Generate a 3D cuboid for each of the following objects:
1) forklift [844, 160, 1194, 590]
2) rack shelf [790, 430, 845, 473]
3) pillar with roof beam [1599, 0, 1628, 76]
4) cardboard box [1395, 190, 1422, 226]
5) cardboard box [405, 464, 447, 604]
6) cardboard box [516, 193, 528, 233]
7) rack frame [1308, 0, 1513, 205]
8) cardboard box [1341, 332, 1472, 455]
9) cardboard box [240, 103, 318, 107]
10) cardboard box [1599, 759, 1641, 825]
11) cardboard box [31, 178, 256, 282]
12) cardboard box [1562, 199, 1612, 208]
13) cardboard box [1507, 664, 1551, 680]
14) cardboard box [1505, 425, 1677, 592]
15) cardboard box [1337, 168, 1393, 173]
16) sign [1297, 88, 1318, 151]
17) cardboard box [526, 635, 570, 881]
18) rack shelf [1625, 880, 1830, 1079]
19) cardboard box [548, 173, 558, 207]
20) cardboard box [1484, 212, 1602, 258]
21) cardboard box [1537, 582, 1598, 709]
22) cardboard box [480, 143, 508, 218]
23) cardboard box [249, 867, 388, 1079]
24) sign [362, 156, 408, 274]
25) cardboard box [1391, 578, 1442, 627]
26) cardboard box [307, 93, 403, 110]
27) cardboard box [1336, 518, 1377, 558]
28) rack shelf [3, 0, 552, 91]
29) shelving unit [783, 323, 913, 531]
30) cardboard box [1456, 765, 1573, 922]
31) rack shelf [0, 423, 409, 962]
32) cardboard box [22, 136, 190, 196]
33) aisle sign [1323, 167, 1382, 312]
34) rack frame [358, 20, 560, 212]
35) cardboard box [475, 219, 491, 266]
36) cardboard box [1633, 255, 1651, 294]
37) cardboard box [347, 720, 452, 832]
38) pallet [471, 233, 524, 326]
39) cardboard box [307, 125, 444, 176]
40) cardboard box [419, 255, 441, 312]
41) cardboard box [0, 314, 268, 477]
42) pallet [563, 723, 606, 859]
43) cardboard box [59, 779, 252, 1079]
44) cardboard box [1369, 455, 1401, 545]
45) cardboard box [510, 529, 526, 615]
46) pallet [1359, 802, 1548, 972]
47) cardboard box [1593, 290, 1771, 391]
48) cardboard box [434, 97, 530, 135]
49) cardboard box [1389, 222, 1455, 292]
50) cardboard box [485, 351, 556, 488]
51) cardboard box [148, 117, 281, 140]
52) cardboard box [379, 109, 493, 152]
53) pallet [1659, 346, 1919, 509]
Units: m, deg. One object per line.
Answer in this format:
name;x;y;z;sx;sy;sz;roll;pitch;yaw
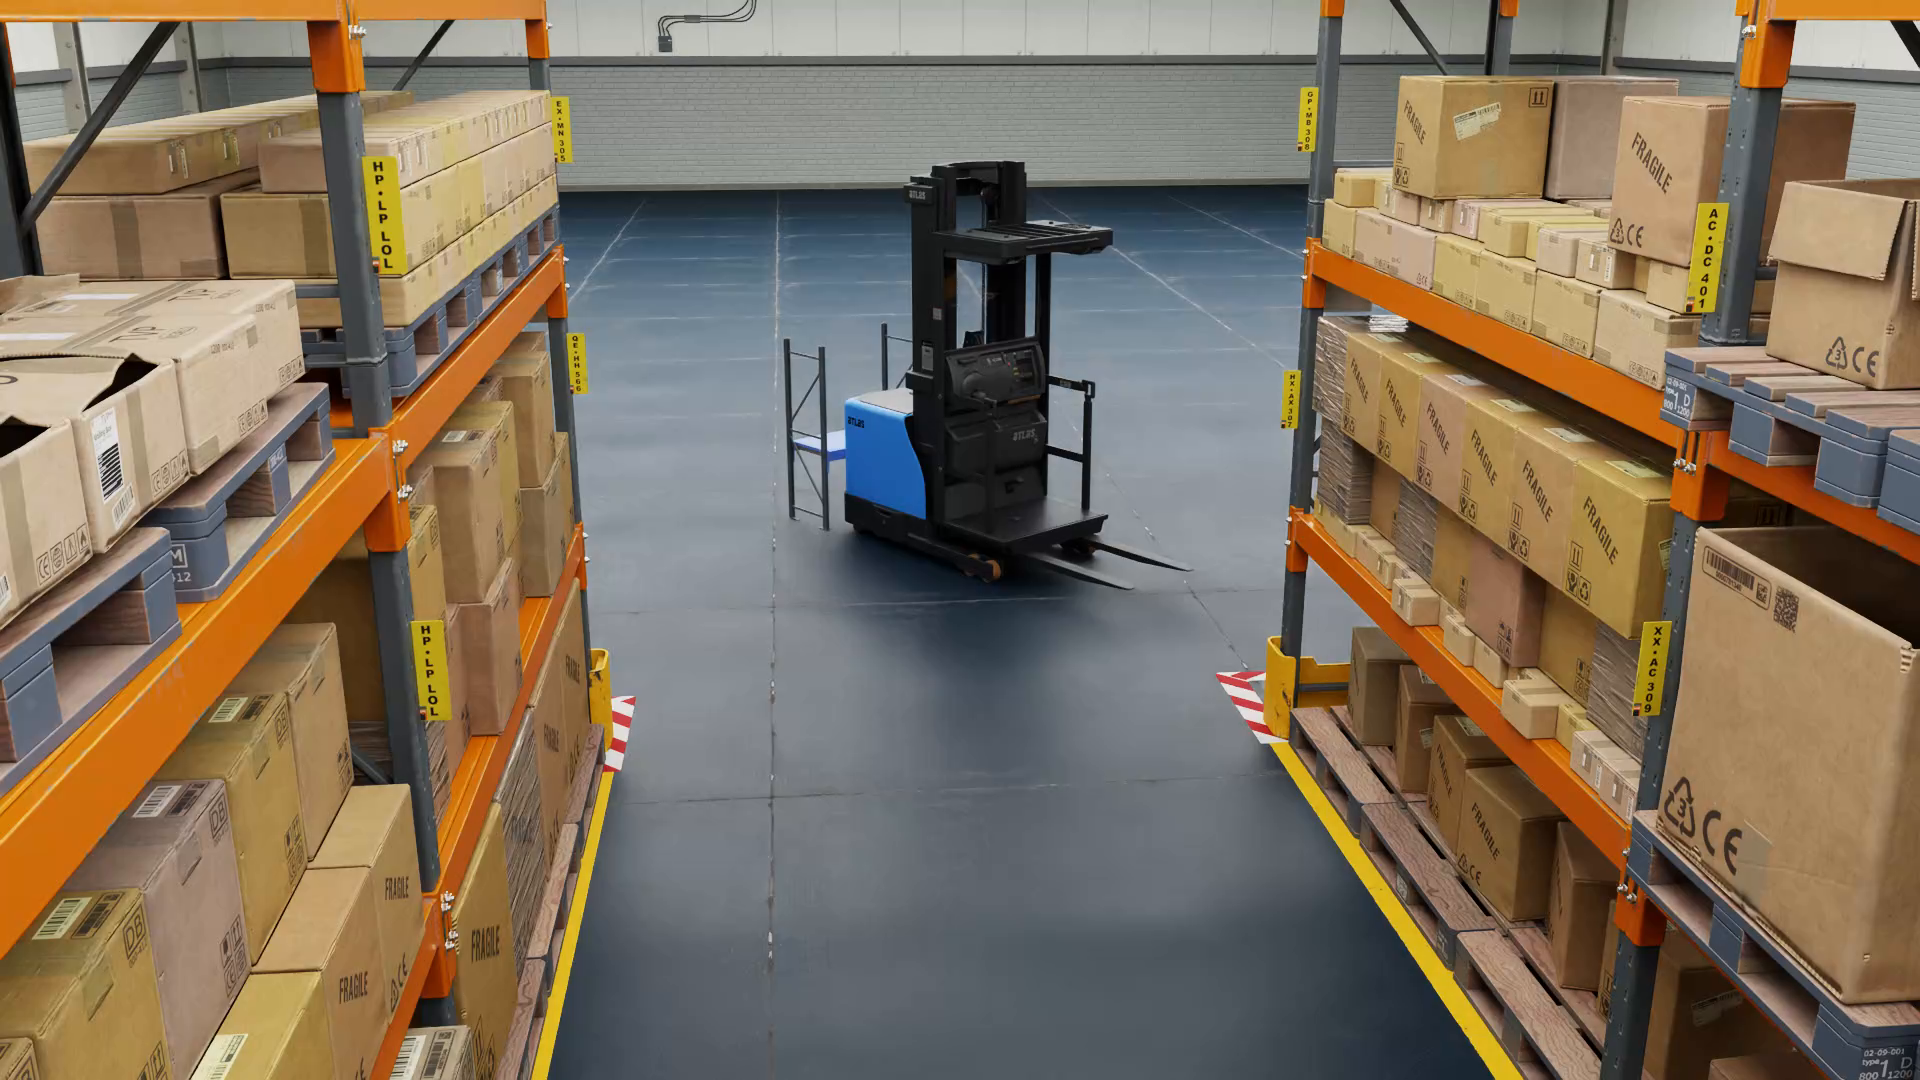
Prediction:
forklift;0.413;-1.256;12.284;1.130;2.935;3.031;-15;23;-39
rack shelf;-0.859;-0.777;13.750;1.000;0.185;0.538;-15;23;-40
pillar with roof beam;10.709;-12.324;37.408;9.100;9.000;0.400;-2;18;-6
cardboard box;2.228;-1.532;7.627;0.380;0.149;0.250;-2;18;-6
cardboard box;-2.335;0.078;5.869;0.875;0.550;0.550;-2;18;-6
cardboard box;-2.095;-1.423;7.247;0.380;0.149;0.250;-2;18;-6
rack frame;2.372;-3.241;8.478;1.000;3.000;0.127;-2;18;-6
cardboard box;2.202;-0.724;8.144;0.500;0.500;0.500;-2;18;-6
cardboard box;-2.724;-1.708;6.821;0.380;0.149;0.250;-2;18;-6
cardboard box;2.470;0.877;5.794;0.380;0.149;0.250;-2;18;-6
cardboard box;-2.465;-0.953;5.081;0.500;0.250;0.500;-2;18;-6
cardboard box;2.820;-1.385;7.158;0.380;0.149;0.250;-3;18;-8
cardboard box;2.457;0.577;6.752;0.380;0.149;0.250;-2;18;-6
cardboard box;2.412;-0.129;6.246;0.500;0.500;0.500;-2;18;-6
cardboard box;2.171;-1.840;8.606;0.380;0.149;0.250;-2;18;-6
sign;1.833;-2.210;8.743;0.100;0.325;0.005;-2;18;-6
cardboard box;-2.343;1.019;7.768;0.875;0.875;0.875;-2;18;-7
rack shelf;2.991;1.752;3.791;1.077;0.370;4.000;-2;18;-6
cardboard box;-2.200;-1.727;8.213;0.380;0.149;0.250;-2;18;-6
cardboard box;2.323;-1.218;6.625;0.380;0.149;0.250;-1;17;-3
cardboard box;2.783;0.337;6.433;0.875;0.500;0.500;-2;18;-6
cardboard box;-2.090;-1.420;6.569;0.500;0.250;0.500;-2;18;-5
cardboard box;-1.787;1.186;4.225;0.500;0.500;0.500;-2;18;-6
sign;-1.620;-0.912;4.678;0.100;0.325;0.005;-2;18;-6
cardboard box;2.223;0.283;7.688;0.380;0.149;0.250;-2;18;-6
cardboard box;-2.829;-2.012;7.790;0.380;0.149;0.250;-2;18;-5
cardboard box;2.182;-0.017;8.643;0.380;0.149;0.250;-2;18;-6
rack shelf;-2.365;-1.988;6.356;1.077;0.370;4.000;-2;18;-6
shelving unit;-0.859;-0.949;13.696;1.048;1.500;0.538;-15;23;-40
cardboard box;2.575;1.331;7.400;0.500;0.500;0.500;-3;18;-11
rack shelf;-1.953;0.444;2.949;1.077;0.370;4.000;-2;18;-6
cardboard box;-2.514;-1.103;4.896;0.380;0.149;0.250;-2;18;-6
aisle sign;2.067;-1.629;9.017;0.394;0.787;0.004;-2;18;-6
rack frame;-2.572;-3.118;8.086;1.000;3.000;0.127;-2;18;-6
cardboard box;-1.992;-1.122;6.287;0.380;0.149;0.250;-2;18;-6
cardboard box;2.527;-0.908;5.637;0.380;0.149;0.250;-2;17;-5
cardboard box;-2.209;0.755;5.515;0.875;0.550;0.550;-2;18;-6
pallet;-2.356;-1.060;6.685;1.003;0.211;1.213;-2;18;-6
cardboard box;-1.912;-1.274;5.441;0.380;0.149;0.250;-2;18;-6
cardboard box;-1.887;-0.820;5.324;0.380;0.149;0.250;-2;18;-5
cardboard box;-1.813;-0.311;3.534;0.500;0.250;0.500;-2;18;-6
pallet;-2.411;1.310;8.651;1.003;0.211;1.213;-2;18;-6
cardboard box;-1.995;0.862;3.586;0.700;0.500;0.500;-2;18;-5
cardboard box;2.573;-0.259;8.330;0.875;0.500;0.500;-2;18;-6
cardboard box;-2.477;0.115;7.551;0.875;0.550;0.550;-2;18;-6
pallet;2.551;1.580;7.793;1.003;0.211;1.213;-2;18;-6
cardboard box;2.478;-0.675;5.561;0.500;0.250;0.500;-1;17;-4
cardboard box;-2.120;-1.878;7.364;0.380;0.149;0.250;-1;17;-5
cardboard box;2.271;-1.286;7.508;0.500;0.250;0.500;-2;18;-6
cardboard box;-2.424;-0.570;7.932;0.875;0.550;0.550;-2;18;-6
cardboard box;-2.619;-1.405;5.857;0.380;0.149;0.250;-2;18;-5
cardboard box;-2.016;-1.576;6.402;0.380;0.149;0.250;-2;18;-6
pallet;2.742;-0.342;4.563;1.213;0.211;1.003;-2;18;-6
